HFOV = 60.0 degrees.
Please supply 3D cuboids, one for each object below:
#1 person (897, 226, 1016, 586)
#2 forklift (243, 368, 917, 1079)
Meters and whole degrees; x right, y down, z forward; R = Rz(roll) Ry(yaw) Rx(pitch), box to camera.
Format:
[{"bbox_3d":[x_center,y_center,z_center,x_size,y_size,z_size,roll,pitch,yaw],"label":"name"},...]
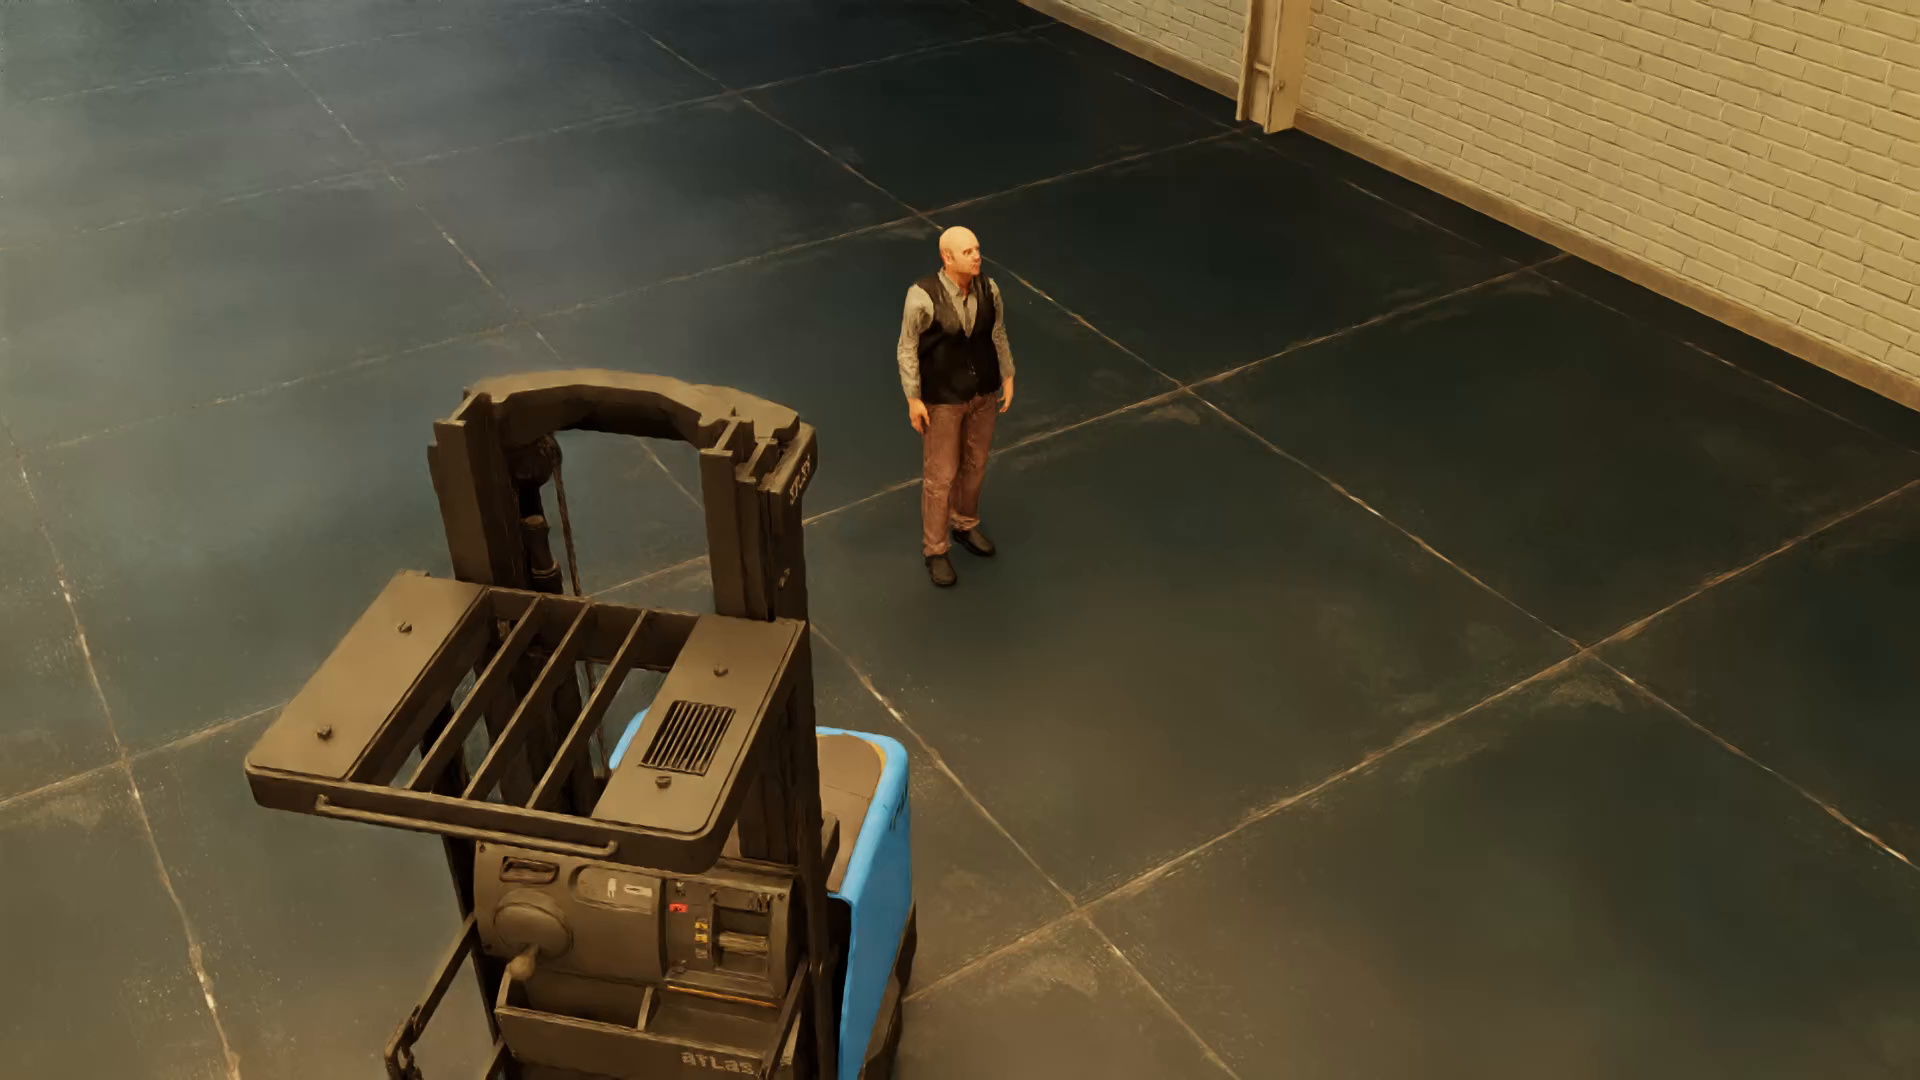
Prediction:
[{"bbox_3d":[0.027,-0.677,8.152,0.632,1.720,0.567,-21,40,-27],"label":"person"},{"bbox_3d":[-0.969,1.146,4.516,1.130,2.935,3.031,7,36,10],"label":"forklift"}]
